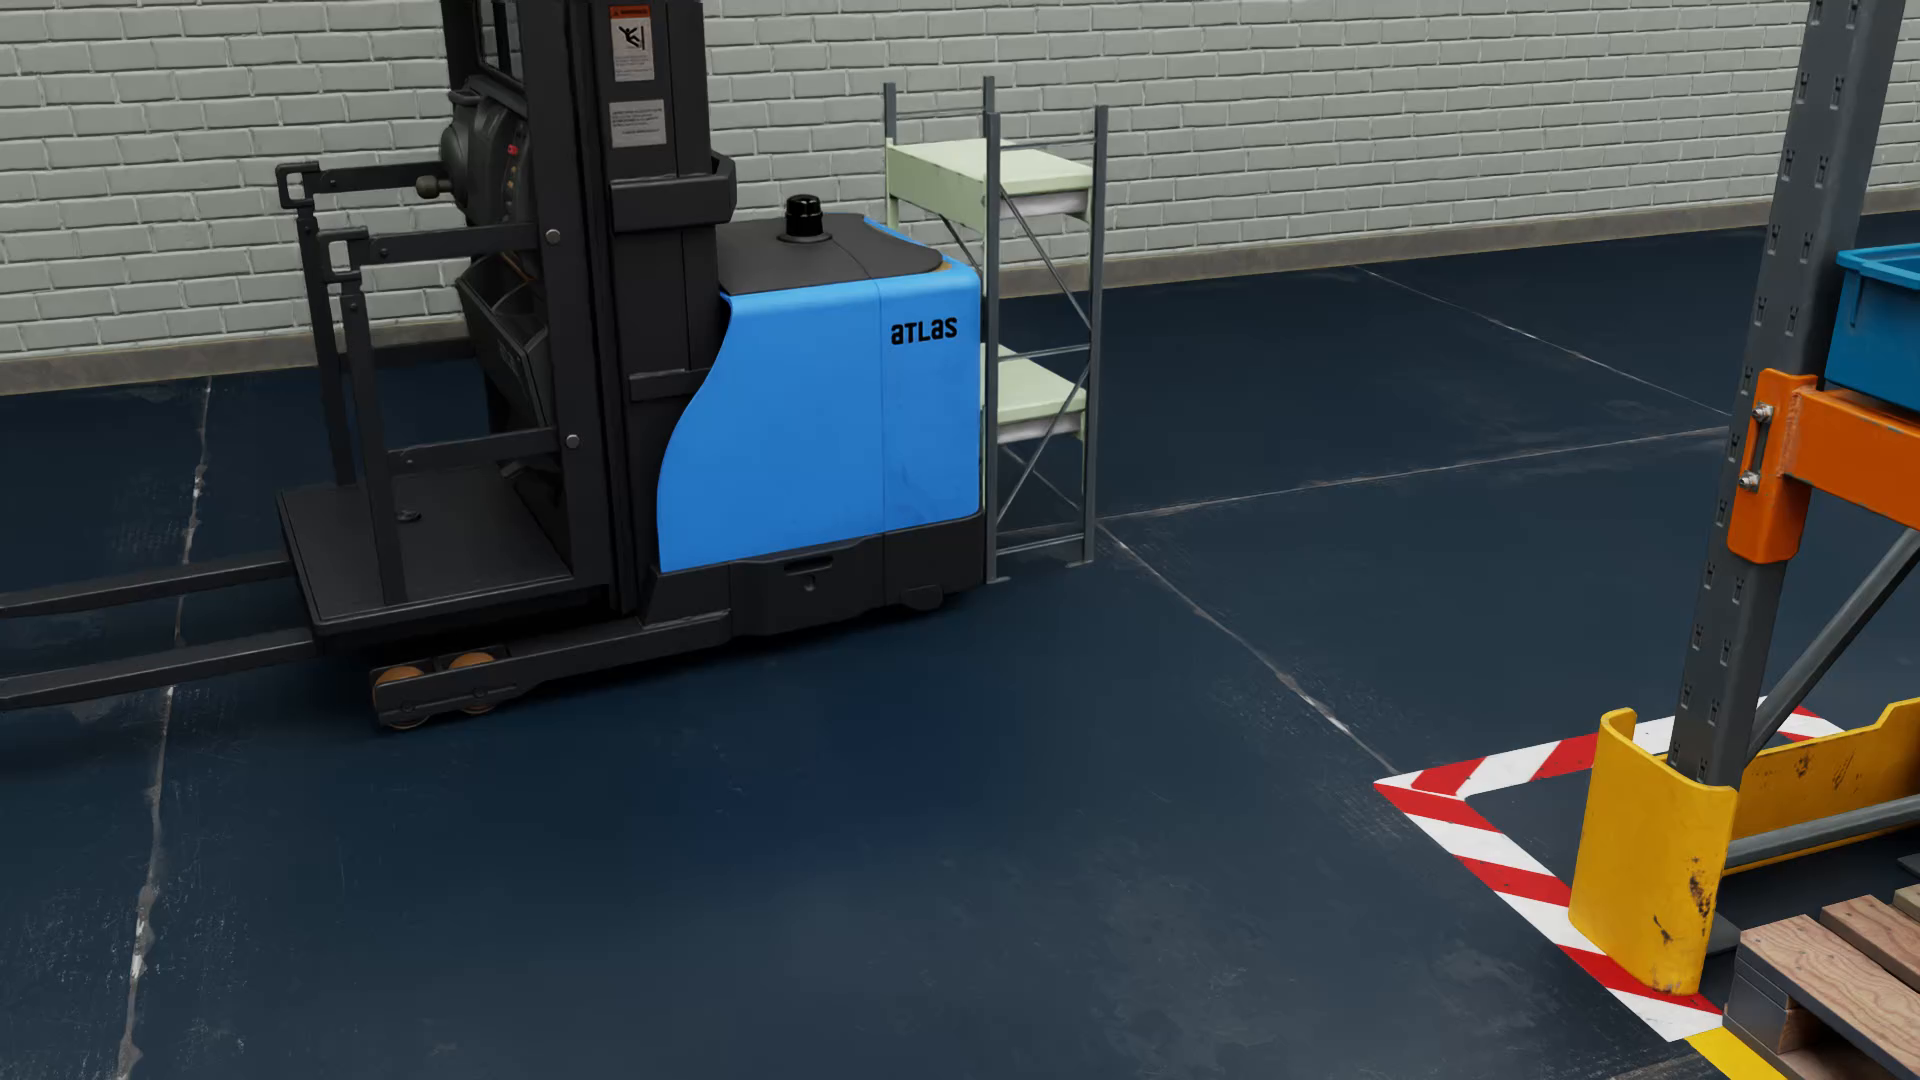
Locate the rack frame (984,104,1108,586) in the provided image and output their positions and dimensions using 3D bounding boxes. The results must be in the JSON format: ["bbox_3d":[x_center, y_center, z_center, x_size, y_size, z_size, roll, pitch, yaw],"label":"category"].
[{"bbox_3d":[0.261,-0.582,5.199,0.400,1.500,0.023,-11,25,-24],"label":"rack frame"}]

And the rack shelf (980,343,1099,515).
[{"bbox_3d":[0.097,-0.408,5.627,0.431,0.370,0.720,-11,25,-24],"label":"rack shelf"}]

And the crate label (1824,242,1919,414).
[{"bbox_3d":[1.754,-0.370,2.905,0.416,0.233,0.303,-8,24,-19],"label":"crate label"}]

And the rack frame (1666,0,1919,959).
[{"bbox_3d":[1.974,-0.555,3.204,1.000,3.000,0.127,-8,24,-19],"label":"rack frame"}]

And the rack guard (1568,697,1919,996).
[{"bbox_3d":[1.954,0.590,3.706,1.175,0.500,0.348,-8,24,-19],"label":"rack guard"}]

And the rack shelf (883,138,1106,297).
[{"bbox_3d":[0.097,-1.068,5.349,0.431,0.370,0.720,-11,25,-24],"label":"rack shelf"}]

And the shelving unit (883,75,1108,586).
[{"bbox_3d":[0.097,-0.709,5.500,0.431,1.500,0.755,-11,25,-24],"label":"shelving unit"}]

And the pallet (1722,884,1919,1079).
[{"bbox_3d":[2.230,1.035,3.022,1.003,0.211,1.213,-8,24,-19],"label":"pallet"}]

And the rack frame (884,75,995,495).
[{"bbox_3d":[-0.067,-0.836,5.802,0.400,1.500,0.023,-11,25,-24],"label":"rack frame"}]

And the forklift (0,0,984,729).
[{"bbox_3d":[-1.480,-1.070,4.515,3.031,2.935,1.130,-11,25,-24],"label":"forklift"}]

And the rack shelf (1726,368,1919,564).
[{"bbox_3d":[2.681,0.504,1.619,1.077,0.370,4.000,-8,24,-19],"label":"rack shelf"}]
